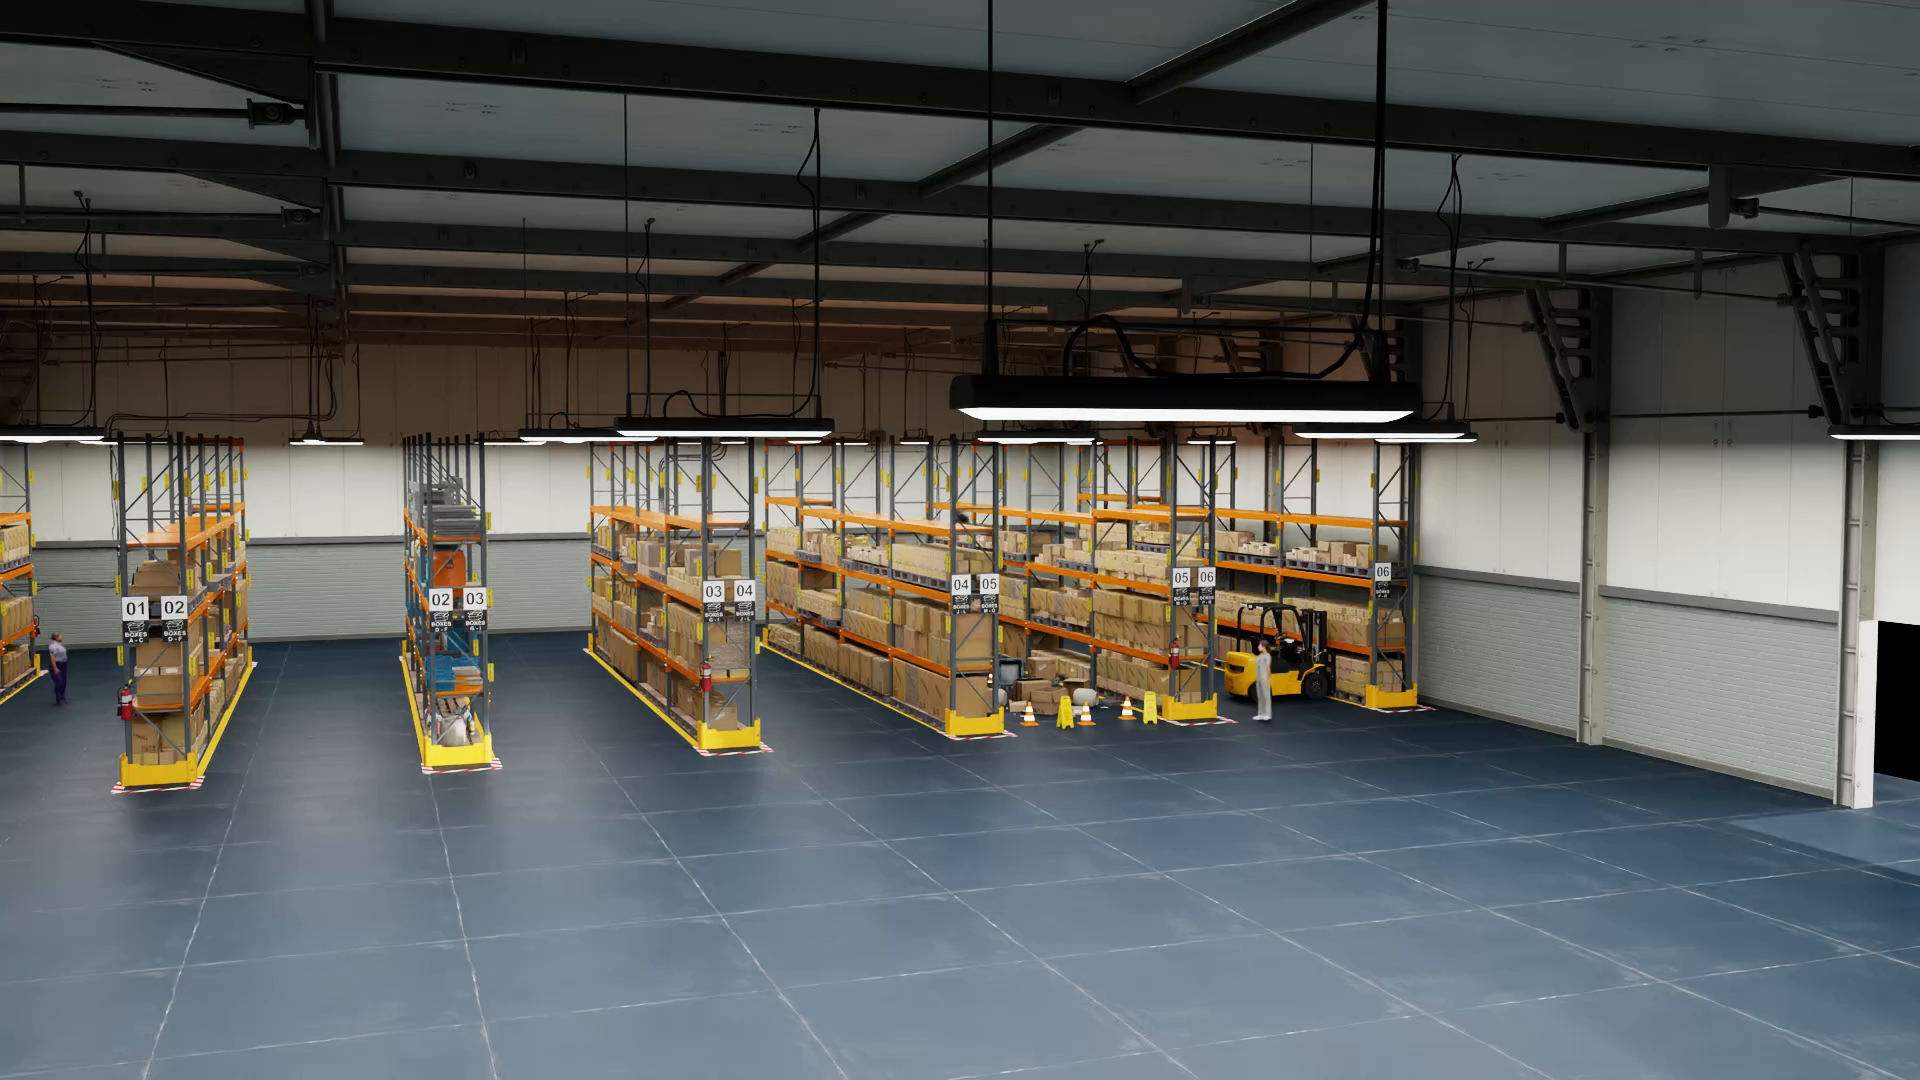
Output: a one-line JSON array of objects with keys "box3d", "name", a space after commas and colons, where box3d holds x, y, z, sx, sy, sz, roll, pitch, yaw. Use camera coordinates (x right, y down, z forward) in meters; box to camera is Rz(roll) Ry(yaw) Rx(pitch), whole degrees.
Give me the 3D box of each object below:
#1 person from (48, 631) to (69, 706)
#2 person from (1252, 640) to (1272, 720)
[{"box3d": [-20.014, 2.879, 37.080, 0.543, 1.661, 0.504, 0, 3, 6], "name": "person"}, {"box3d": [6.393, 2.953, 35.001, 0.376, 1.696, 0.509, -2, 4, -26], "name": "person"}]
